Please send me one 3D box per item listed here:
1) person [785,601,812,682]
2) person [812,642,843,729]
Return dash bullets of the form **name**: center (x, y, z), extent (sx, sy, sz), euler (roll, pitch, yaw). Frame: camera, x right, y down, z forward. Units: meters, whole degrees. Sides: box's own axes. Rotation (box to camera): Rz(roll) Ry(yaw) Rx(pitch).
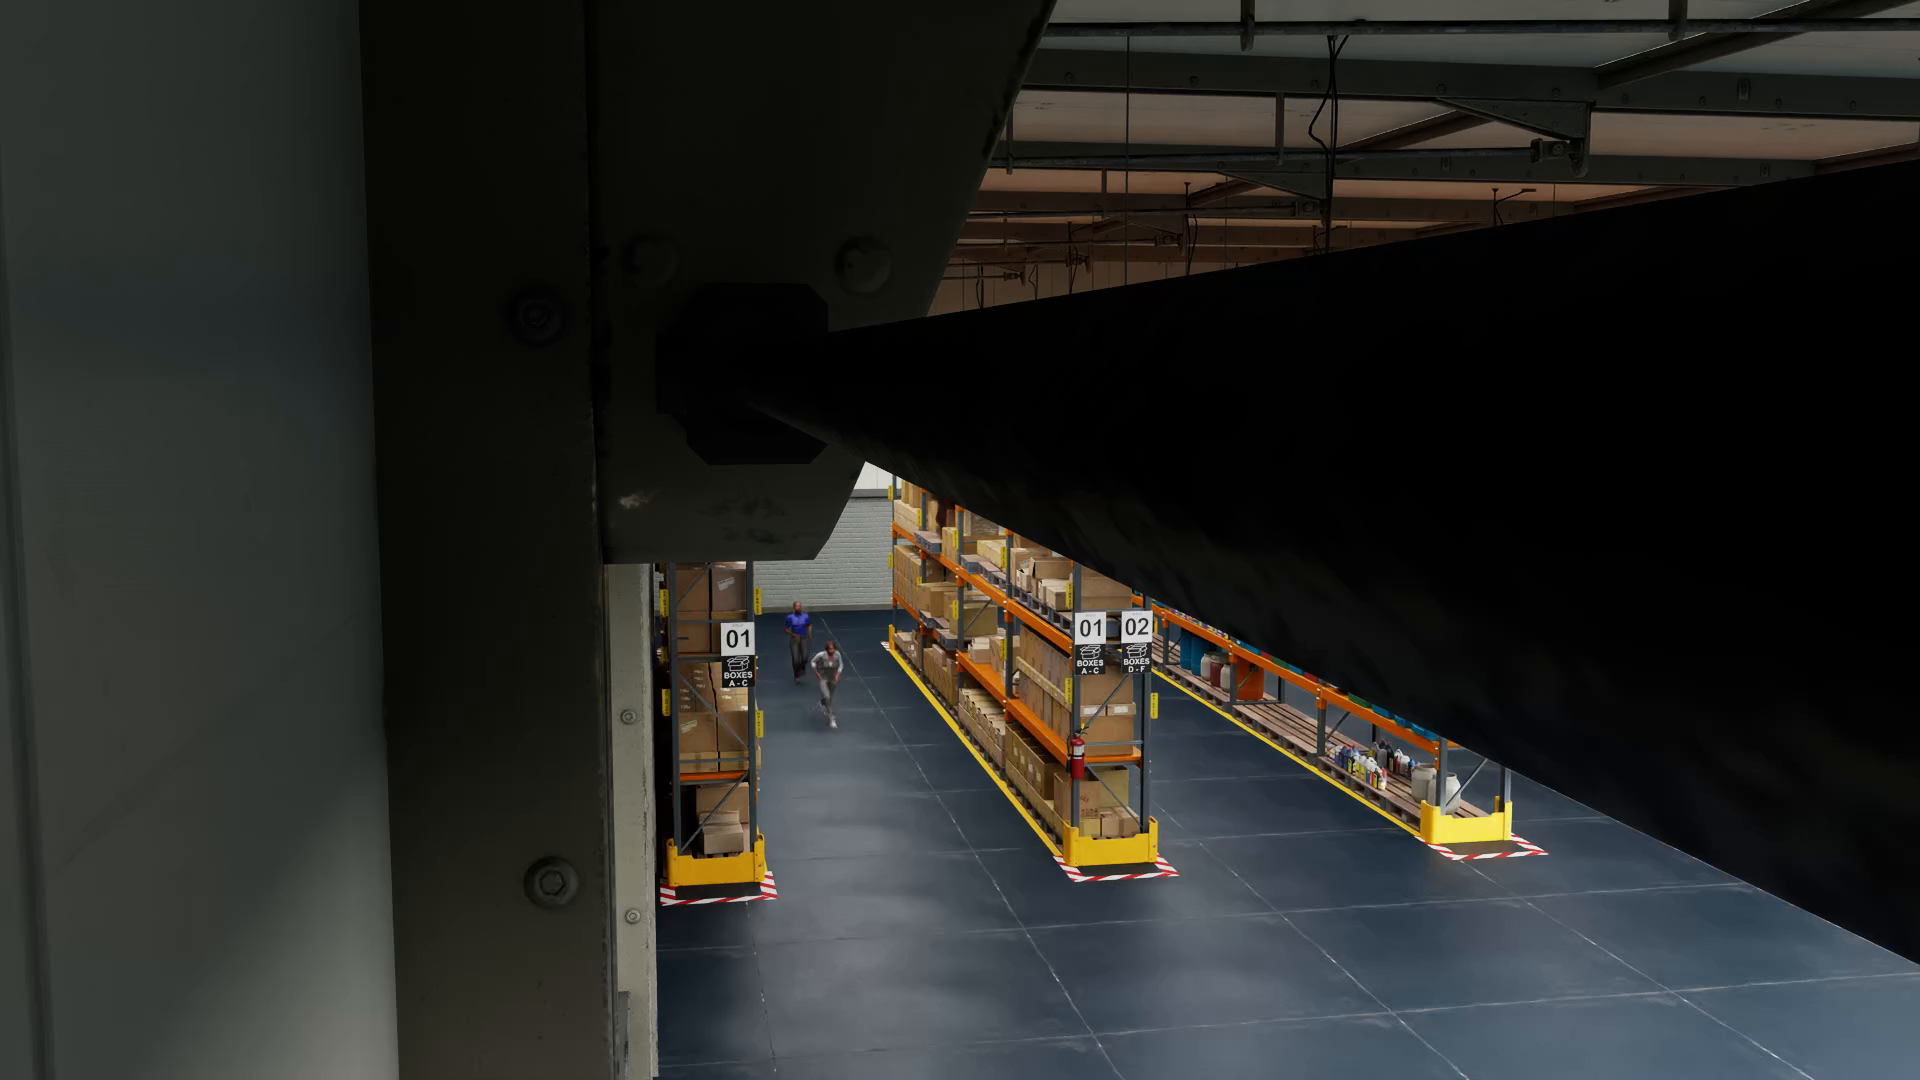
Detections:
- **person**: center (-3.137, 2.002, 32.611), extent (0.560, 1.618, 0.570), euler (-2, 6, -15)
- **person**: center (-2.309, 2.477, 28.859), extent (0.544, 1.548, 0.854), euler (-2, 6, -15)
